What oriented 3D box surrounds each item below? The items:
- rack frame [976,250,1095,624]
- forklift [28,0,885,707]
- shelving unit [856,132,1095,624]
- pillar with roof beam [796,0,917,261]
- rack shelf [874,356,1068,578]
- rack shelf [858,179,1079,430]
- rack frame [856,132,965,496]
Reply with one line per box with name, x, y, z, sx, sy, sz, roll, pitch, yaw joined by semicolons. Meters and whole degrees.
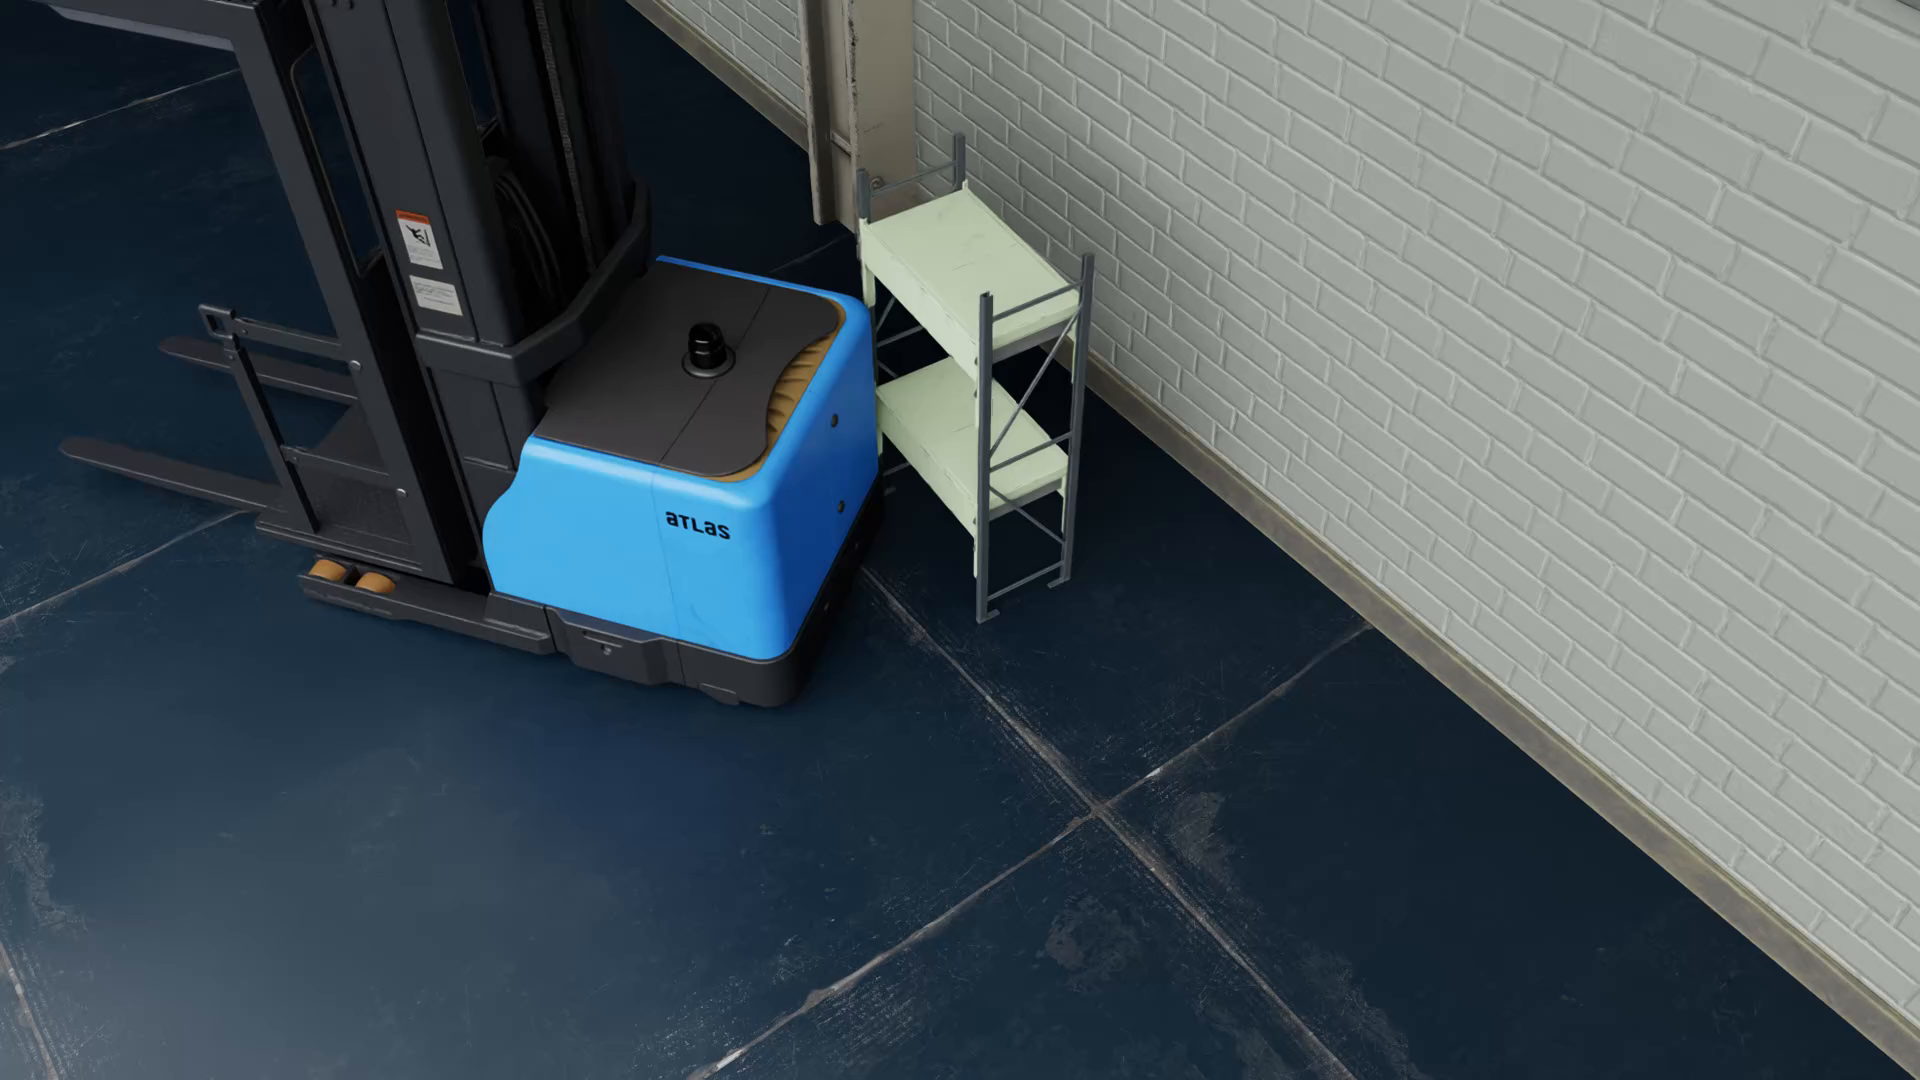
rack frame;0.233;-0.287;5.498;0.400;1.500;0.023;-25;53;-21
forklift;-1.857;-1.066;5.238;3.031;2.935;1.130;14;49;12
shelving unit;0.038;-0.517;5.706;0.431;1.500;0.755;-25;53;-21
pillar with roof beam;-3.852;-2.502;2.444;9.100;9.000;0.400;-29;54;-24
rack shelf;0.038;-0.298;5.948;0.431;0.370;0.720;-25;53;-21
rack shelf;0.038;-0.779;5.417;0.431;0.370;0.720;-25;53;-21
rack frame;-0.157;-0.746;5.914;0.400;1.500;0.023;-25;53;-21
